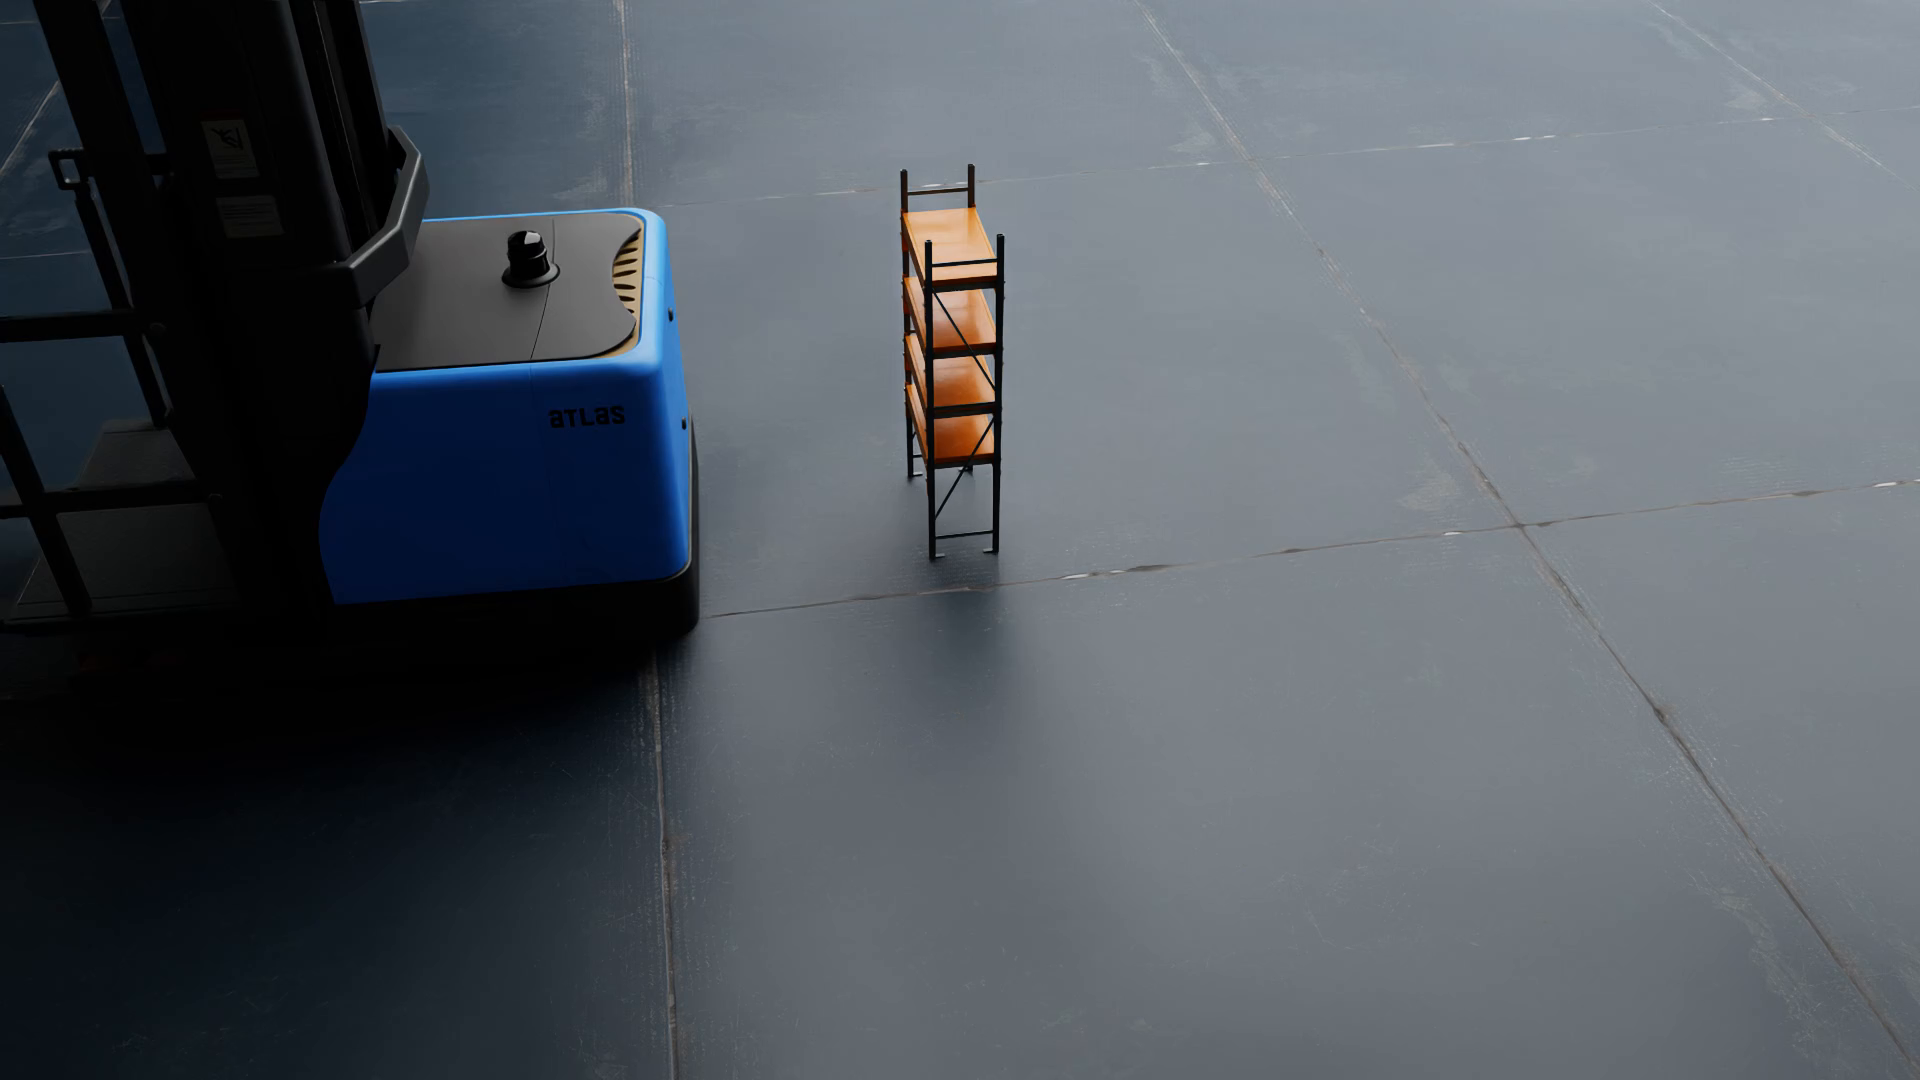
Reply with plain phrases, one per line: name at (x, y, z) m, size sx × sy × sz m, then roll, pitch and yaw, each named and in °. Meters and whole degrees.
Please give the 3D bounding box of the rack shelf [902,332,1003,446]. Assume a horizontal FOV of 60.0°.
rack shelf at (-0.029, -0.521, 5.552) m, size 0.258 × 0.148 × 0.480 m, roll -6°, pitch 38°, yaw -8°

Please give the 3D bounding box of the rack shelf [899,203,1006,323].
rack shelf at (-0.029, -0.884, 5.270) m, size 0.258 × 0.148 × 0.480 m, roll -6°, pitch 38°, yaw -8°

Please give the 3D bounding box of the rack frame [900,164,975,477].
rack frame at (-0.072, -0.721, 5.700) m, size 0.240 × 1.200 × 0.015 m, roll -6°, pitch 38°, yaw -8°

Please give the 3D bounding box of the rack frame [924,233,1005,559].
rack frame at (0.014, -0.426, 5.321) m, size 0.240 × 1.200 × 0.015 m, roll -6°, pitch 38°, yaw -8°

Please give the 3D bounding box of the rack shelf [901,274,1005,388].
rack shelf at (-0.029, -0.697, 5.415) m, size 0.258 × 0.148 × 0.480 m, roll -6°, pitch 38°, yaw -8°

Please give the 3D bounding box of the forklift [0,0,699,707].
forklift at (-2.390, -0.992, 4.638) m, size 3.031 × 2.935 × 1.130 m, roll -4°, pitch 38°, yaw -6°

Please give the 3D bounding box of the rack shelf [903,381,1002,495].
rack shelf at (-0.029, -0.364, 5.674) m, size 0.258 × 0.148 × 0.480 m, roll -6°, pitch 38°, yaw -8°

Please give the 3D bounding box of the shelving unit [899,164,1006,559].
shelving unit at (-0.029, -0.574, 5.511) m, size 0.258 × 1.200 × 0.503 m, roll -6°, pitch 38°, yaw -8°
